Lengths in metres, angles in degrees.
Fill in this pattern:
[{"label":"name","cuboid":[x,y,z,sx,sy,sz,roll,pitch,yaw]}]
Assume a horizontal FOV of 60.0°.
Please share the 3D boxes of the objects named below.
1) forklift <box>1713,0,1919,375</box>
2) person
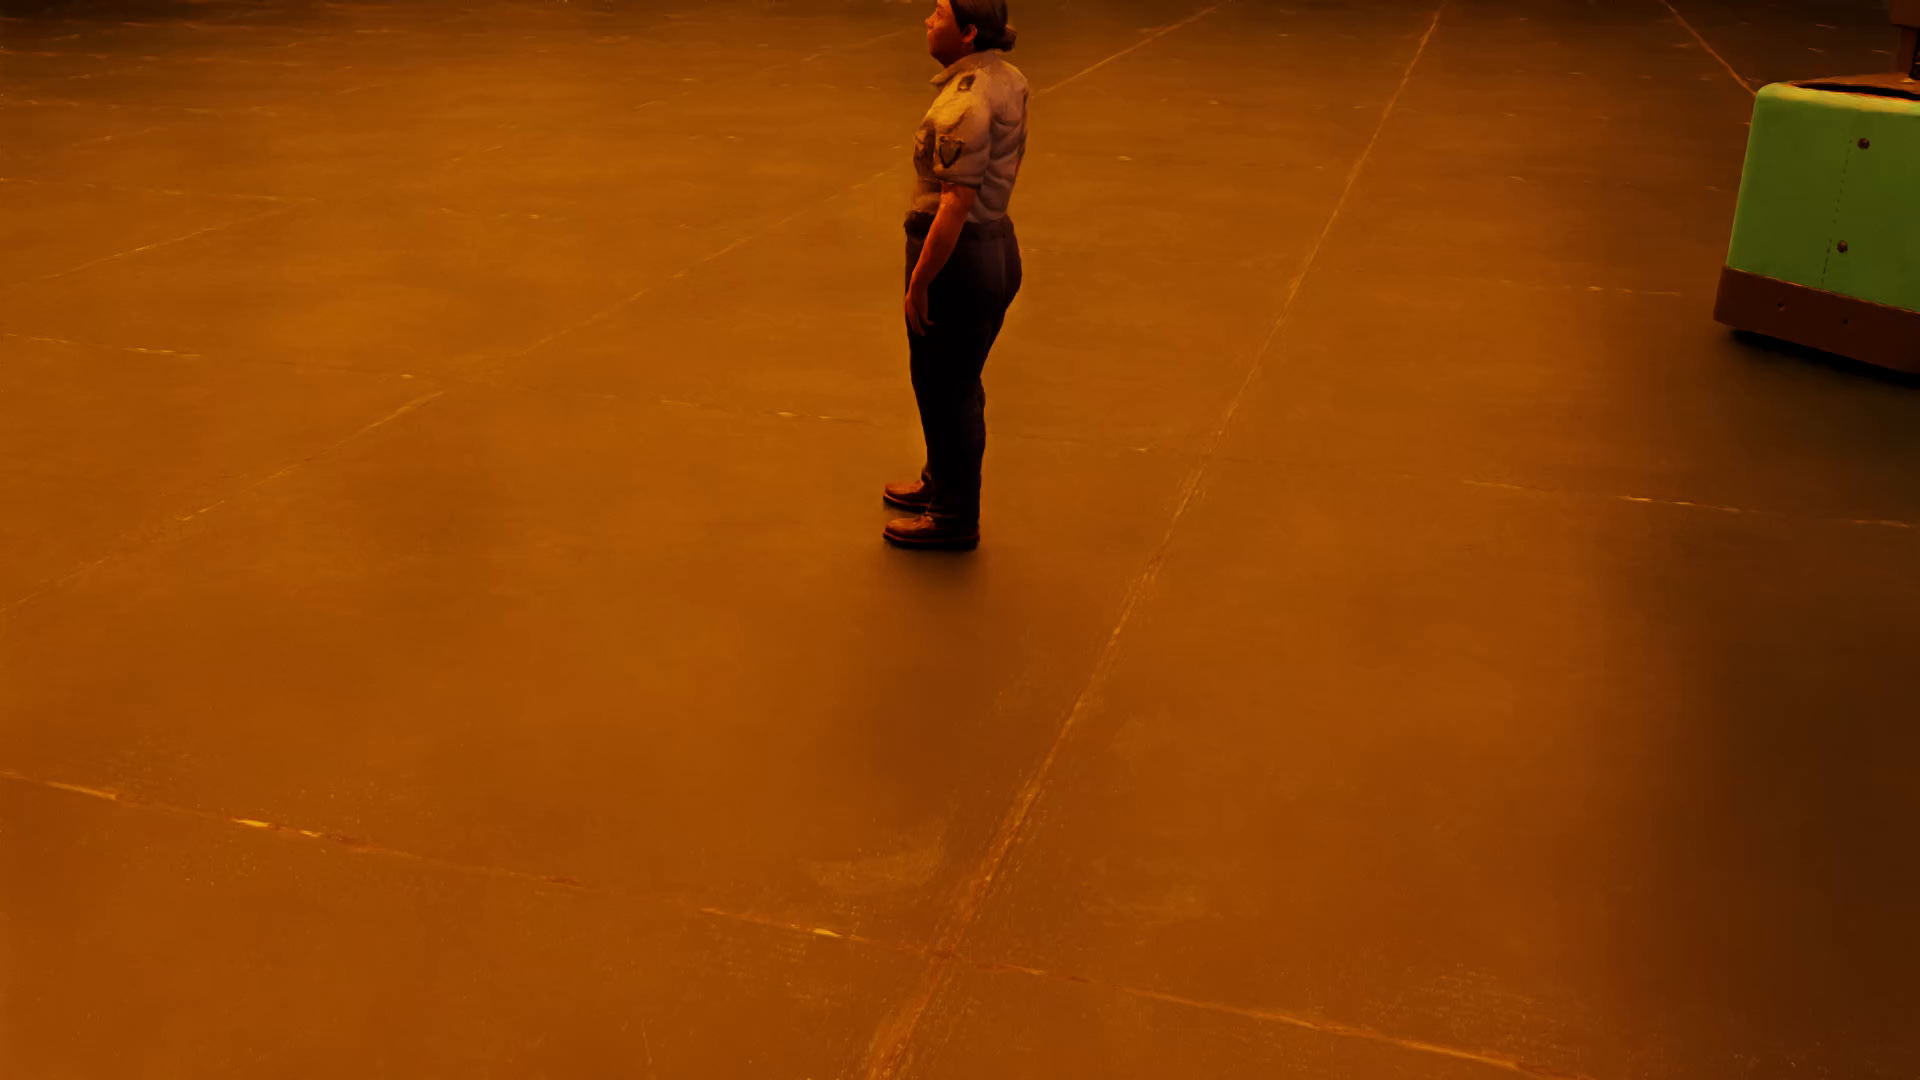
[{"label":"forklift","cuboid":[4.838,-2.359,6.994,3.031,2.935,1.130,-11,25,-26]},{"label":"person","cuboid":[-0.079,-0.787,4.848,0.502,1.650,0.599,7,23,16]}]
